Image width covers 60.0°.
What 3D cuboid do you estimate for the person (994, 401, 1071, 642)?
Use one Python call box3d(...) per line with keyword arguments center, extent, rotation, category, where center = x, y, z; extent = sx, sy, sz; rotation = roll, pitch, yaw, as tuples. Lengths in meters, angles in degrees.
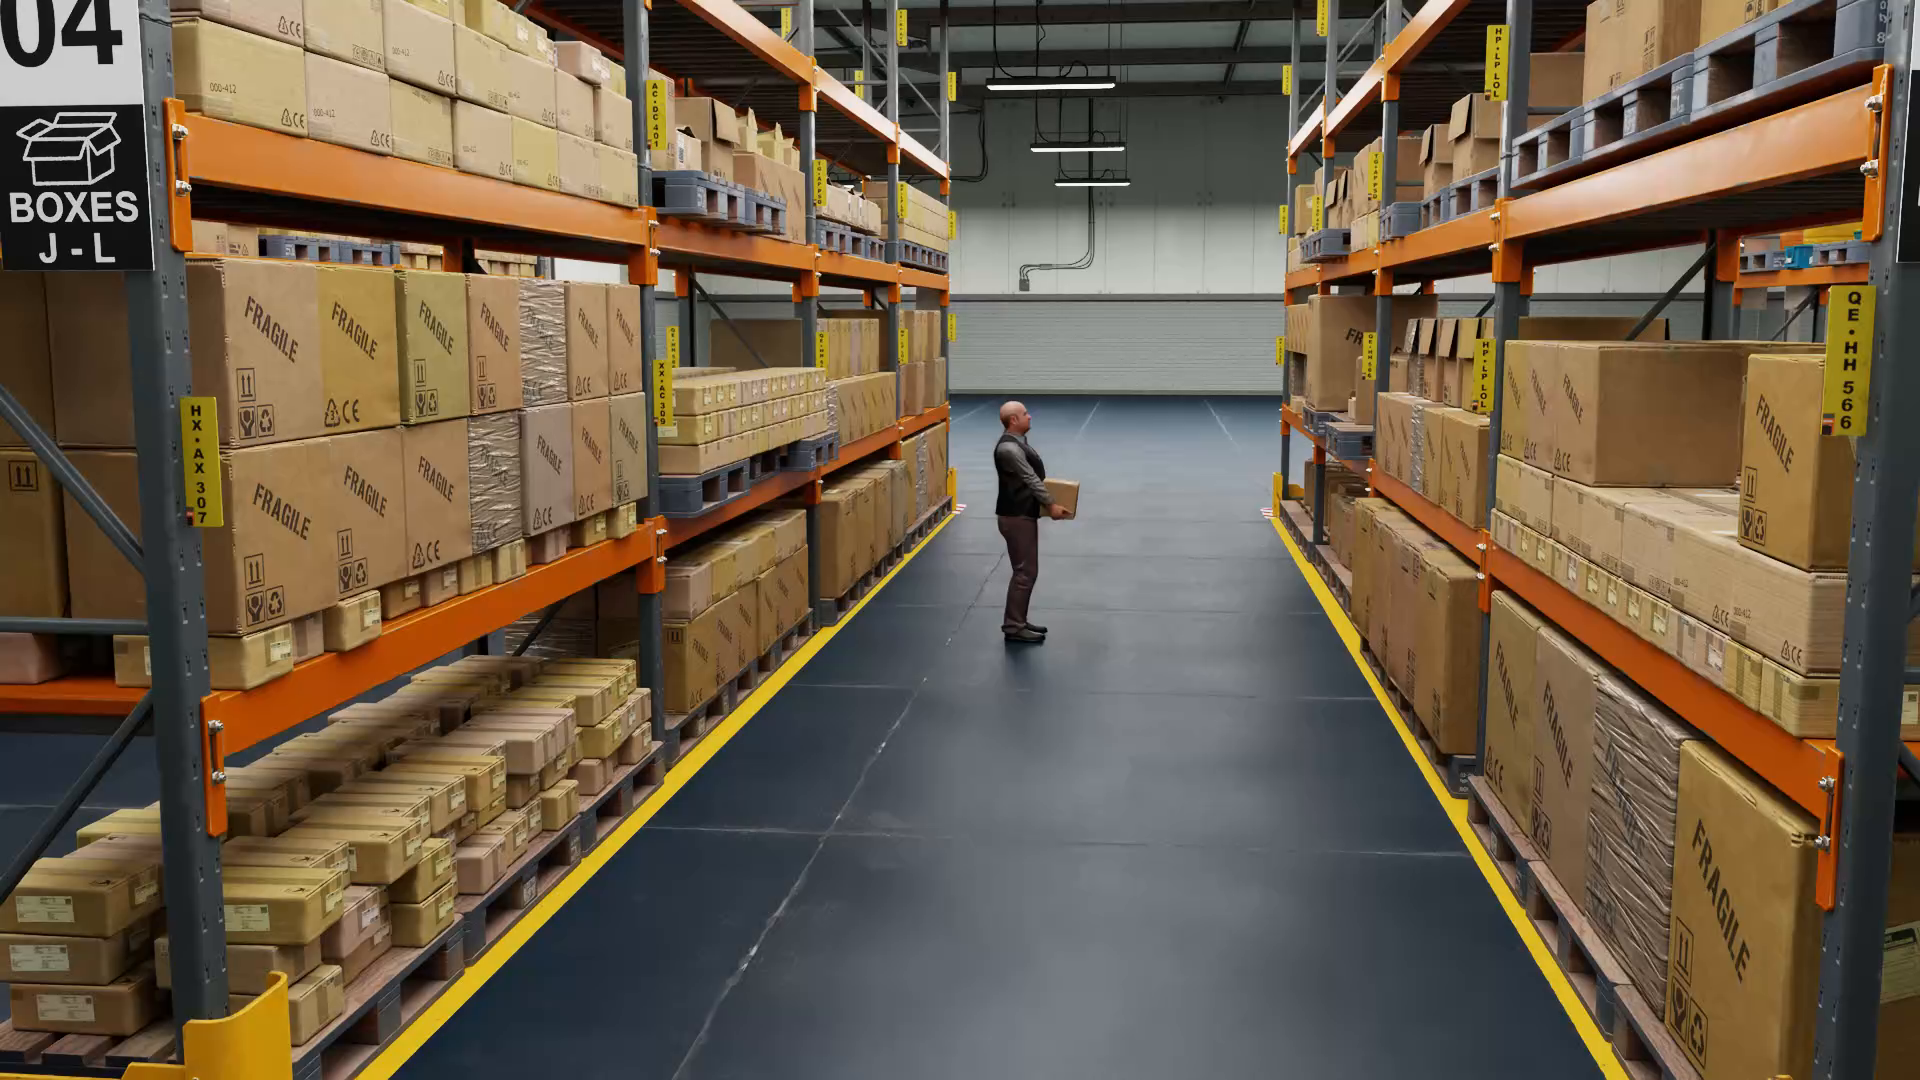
box3d(center=(0.532, -0.140, 11.978), extent=(0.559, 1.711, 0.494), rotation=(1, 8, 7), category="person")
